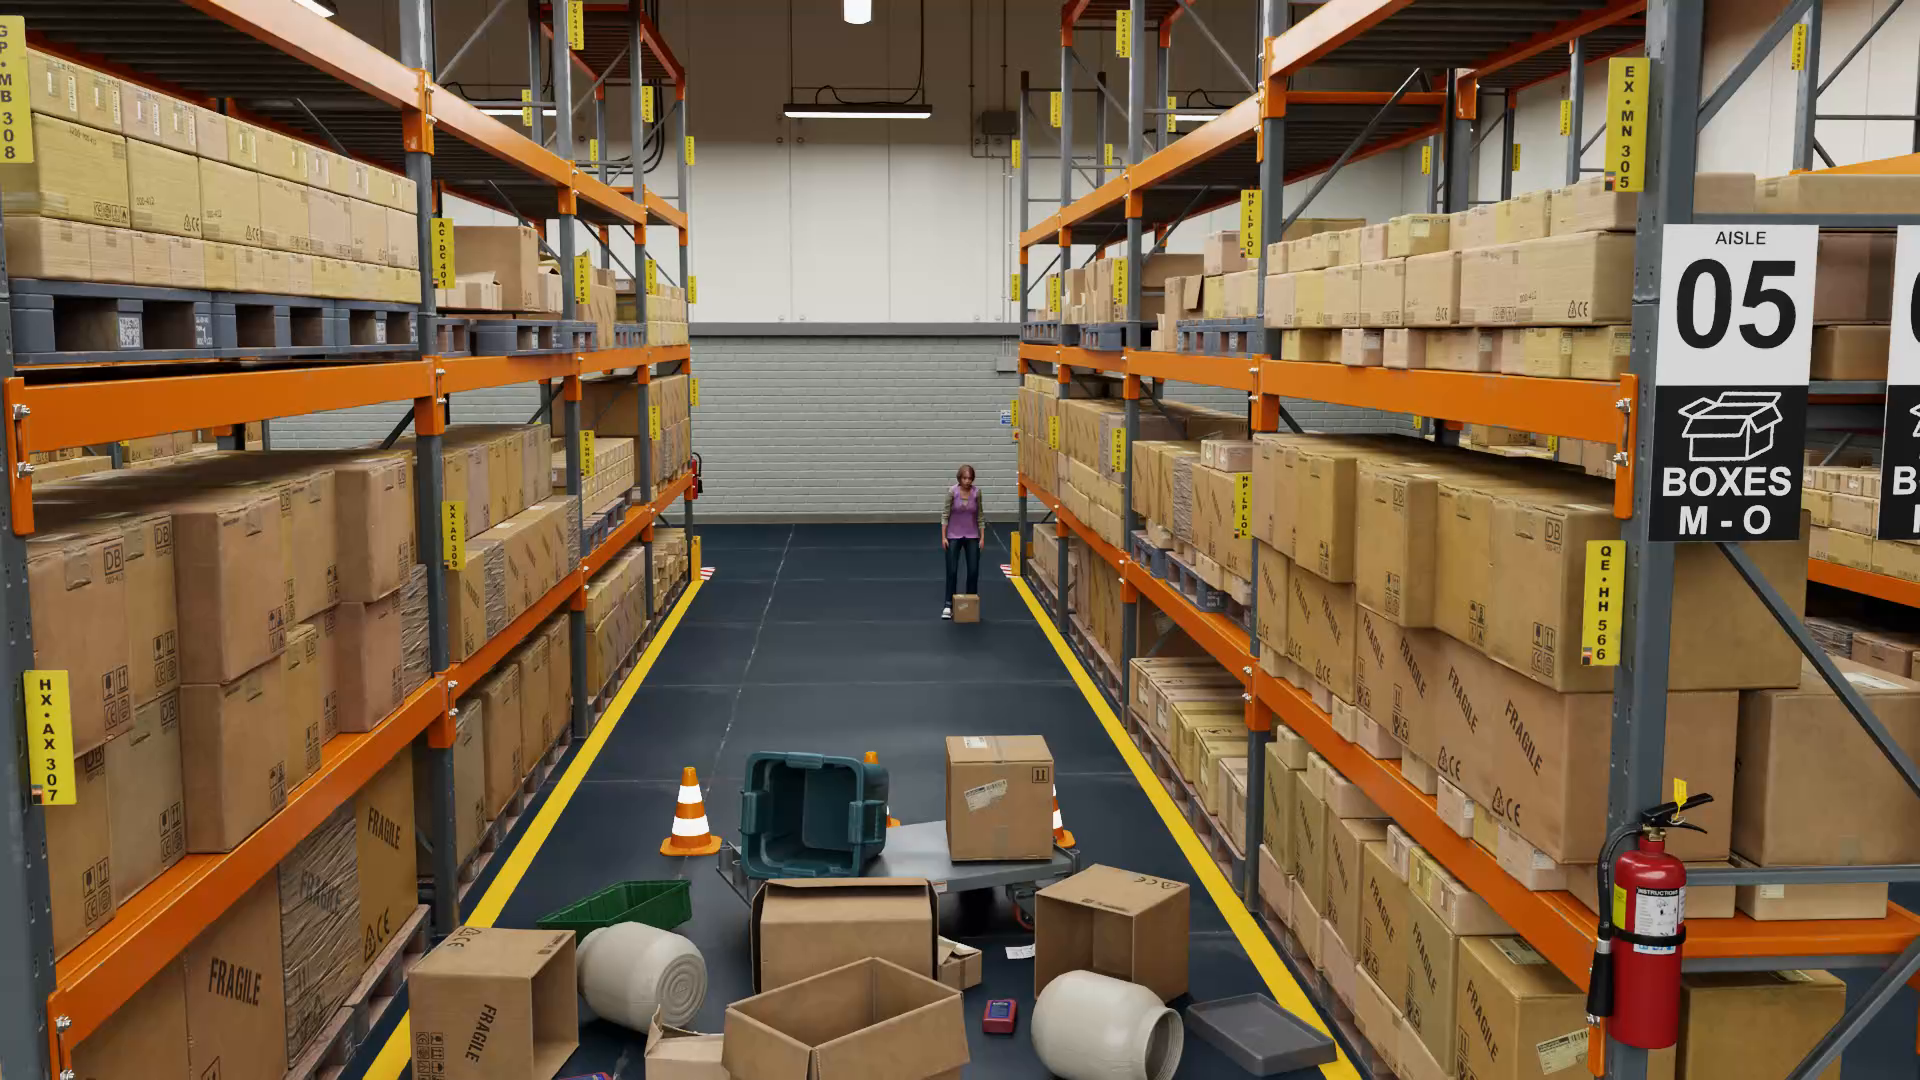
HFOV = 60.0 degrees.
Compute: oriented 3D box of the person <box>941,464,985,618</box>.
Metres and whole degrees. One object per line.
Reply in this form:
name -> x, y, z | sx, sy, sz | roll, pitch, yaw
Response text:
person -> 0.033, 0.008, 17.242 | 0.468, 1.593, 0.350 | -1, 7, -7
